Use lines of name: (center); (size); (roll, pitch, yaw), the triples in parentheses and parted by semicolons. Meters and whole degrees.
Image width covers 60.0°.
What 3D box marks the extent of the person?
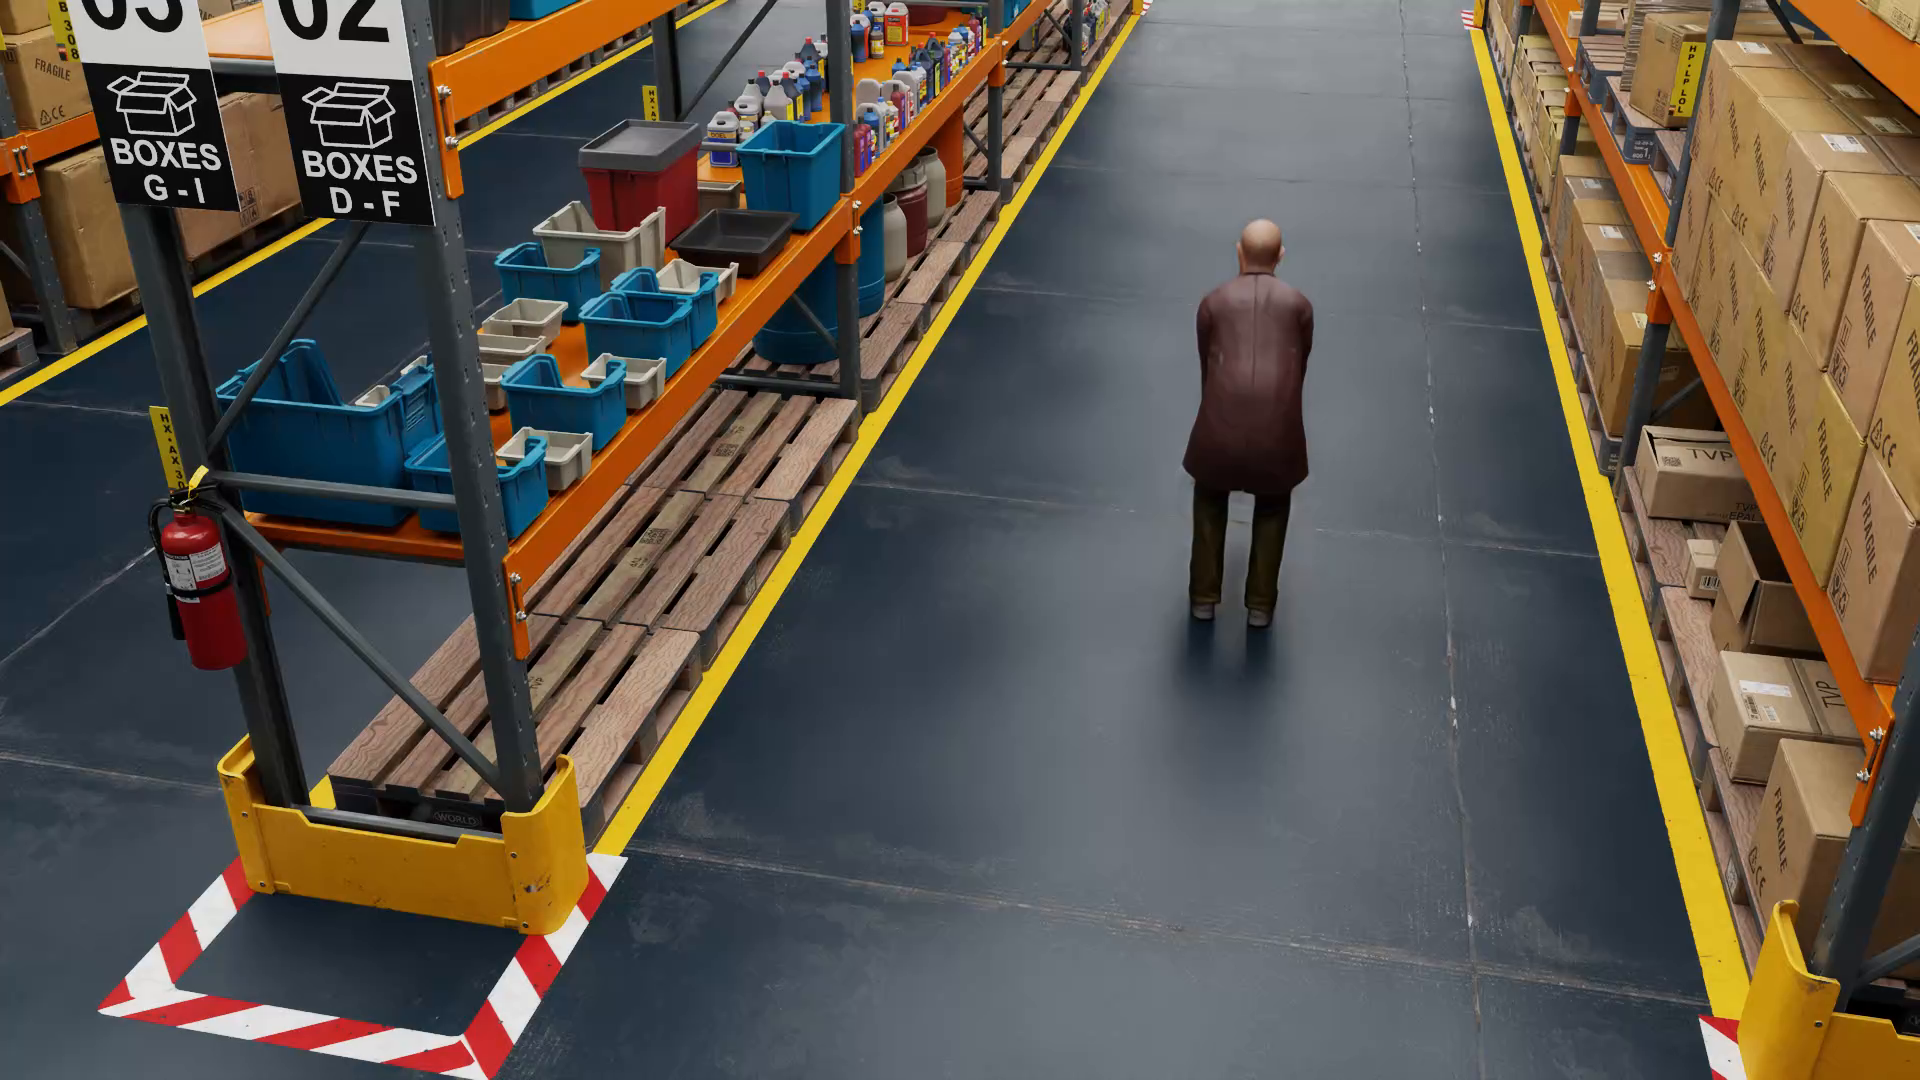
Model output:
person: (1.241, -0.498, 7.132); (0.537, 1.716, 0.615); (5, 29, 10)
